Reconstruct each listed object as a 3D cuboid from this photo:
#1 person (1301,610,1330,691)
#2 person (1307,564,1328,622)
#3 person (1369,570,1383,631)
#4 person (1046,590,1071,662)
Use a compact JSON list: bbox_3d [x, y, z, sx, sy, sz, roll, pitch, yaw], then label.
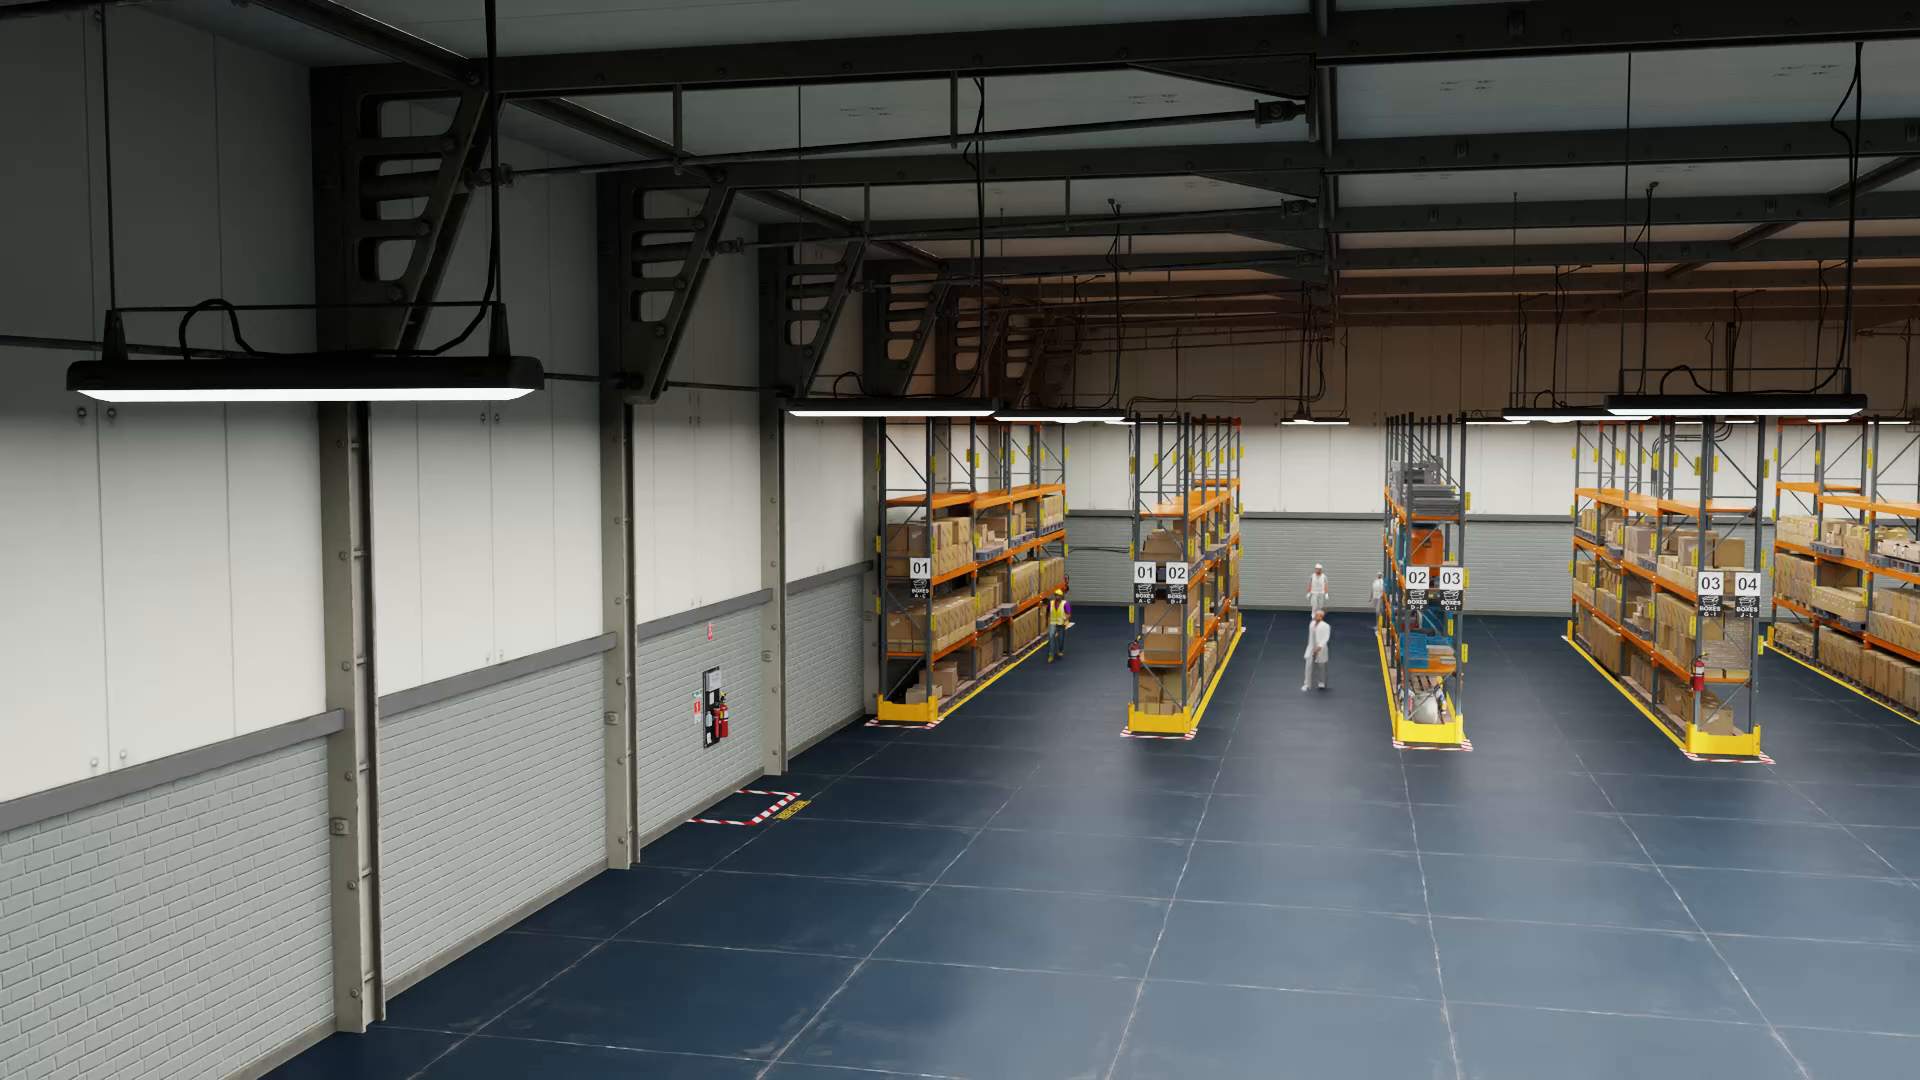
[{"bbox_3d":[7.742,2.389,36.078,0.550,1.720,1.117,2,4,25],"label":"person"},{"bbox_3d":[10.342,1.595,47.932,0.590,1.783,0.650,0,4,-7],"label":"person"},{"bbox_3d":[11.840,1.712,47.081,0.471,1.746,0.440,-3,5,-40],"label":"person"},{"bbox_3d":[2.405,2.094,41.063,0.662,1.749,0.994,1,4,13],"label":"person"}]
